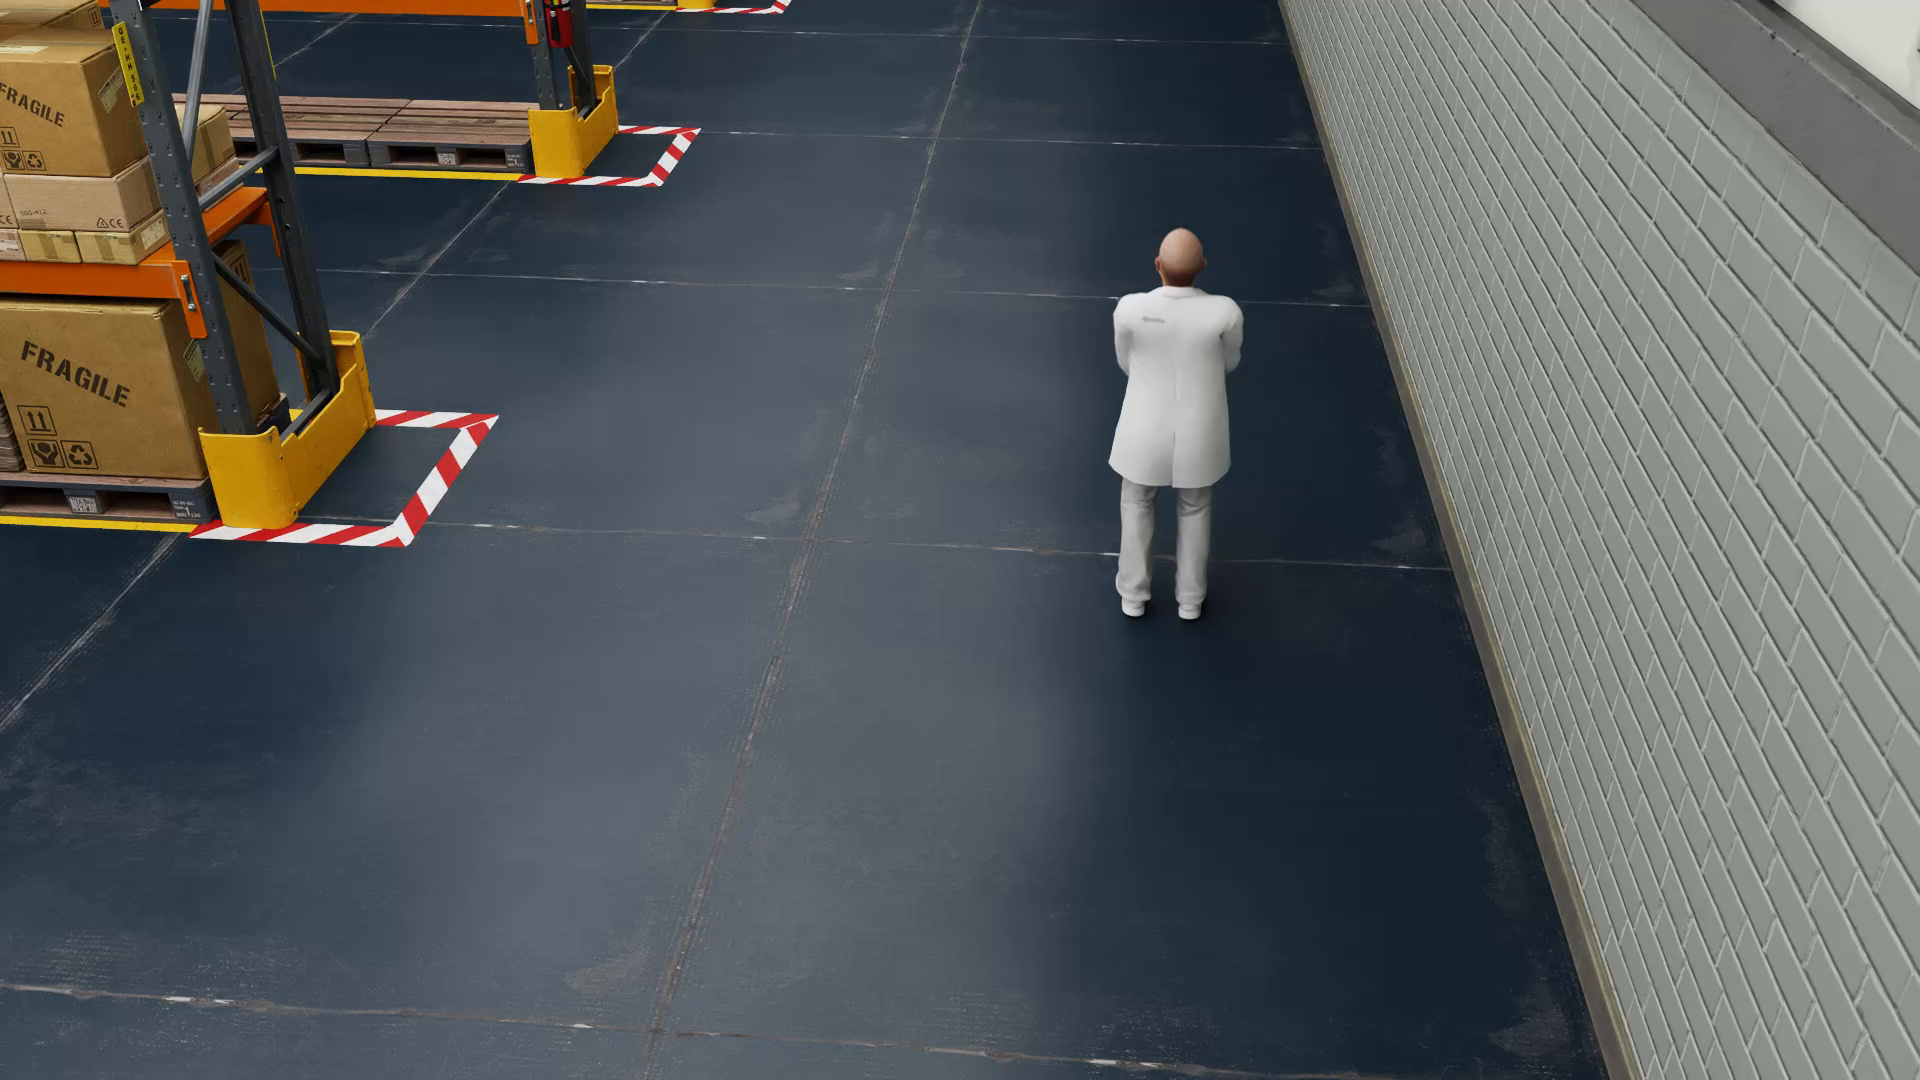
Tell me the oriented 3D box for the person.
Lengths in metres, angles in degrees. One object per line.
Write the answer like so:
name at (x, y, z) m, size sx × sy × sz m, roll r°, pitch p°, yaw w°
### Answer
person at (0.890, -0.529, 7.017) m, size 0.530 × 1.769 × 0.563 m, roll 3°, pitch 32°, yaw 4°
